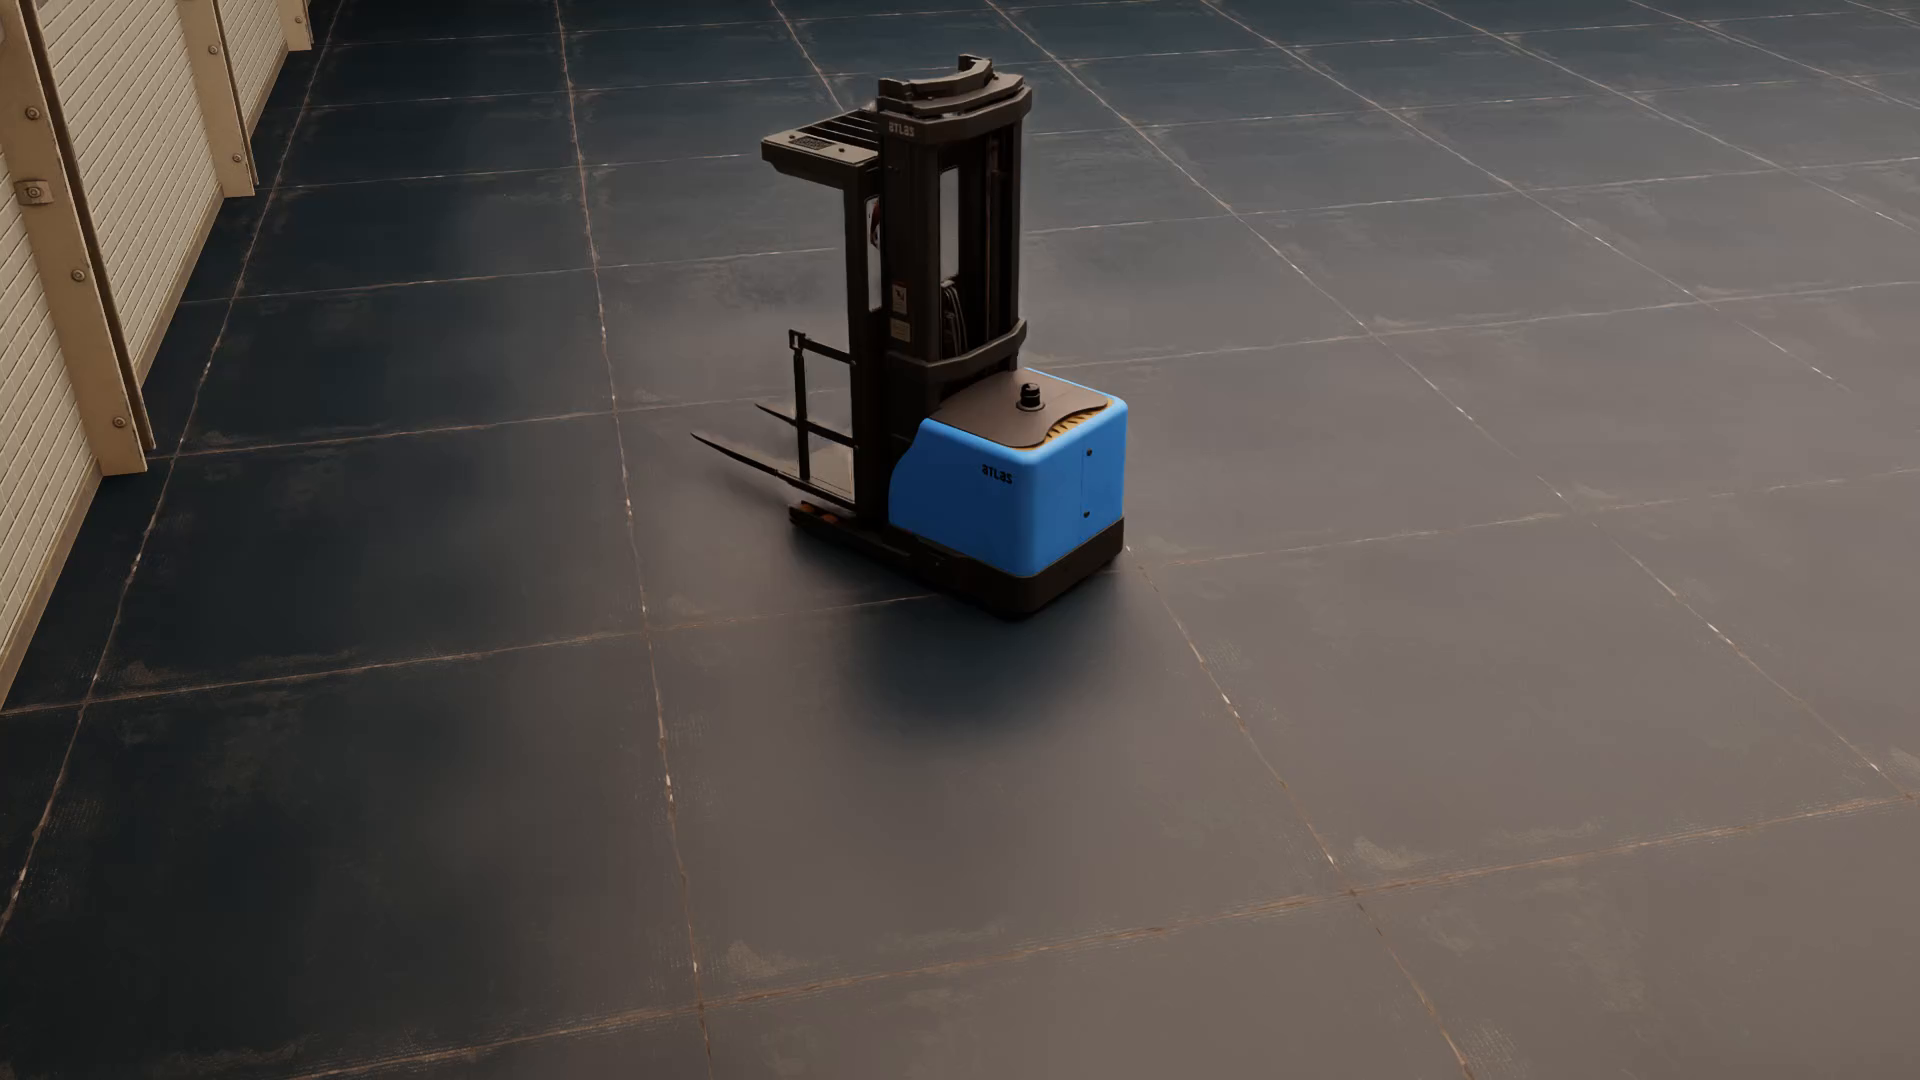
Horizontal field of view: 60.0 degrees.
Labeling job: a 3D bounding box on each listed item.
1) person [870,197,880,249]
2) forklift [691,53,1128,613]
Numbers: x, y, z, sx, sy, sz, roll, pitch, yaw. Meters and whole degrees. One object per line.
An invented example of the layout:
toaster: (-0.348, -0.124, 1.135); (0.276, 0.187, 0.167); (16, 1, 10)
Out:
person: (-0.482, -2.498, 13.150); (0.570, 1.654, 0.504); (-16, 34, -25)
forklift: (-0.455, -1.448, 10.076); (3.031, 2.935, 1.130); (23, 37, 33)
